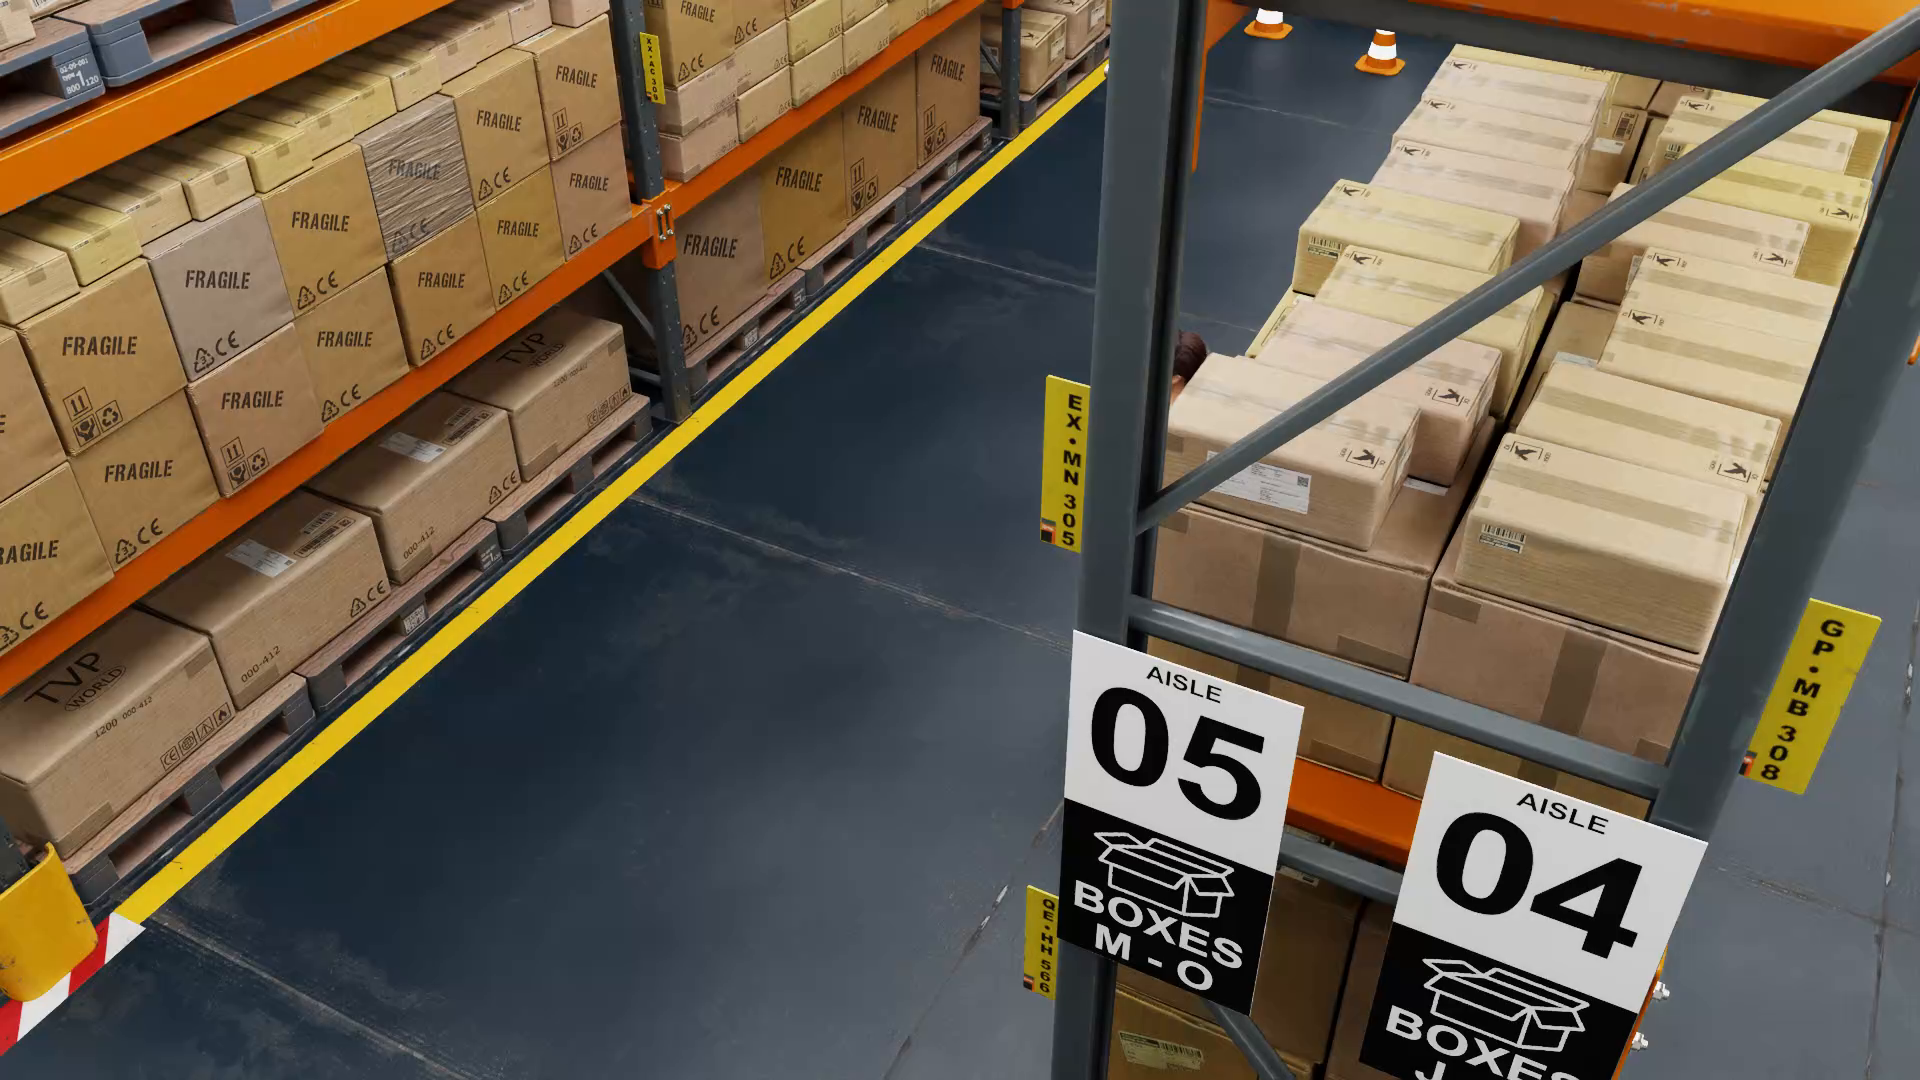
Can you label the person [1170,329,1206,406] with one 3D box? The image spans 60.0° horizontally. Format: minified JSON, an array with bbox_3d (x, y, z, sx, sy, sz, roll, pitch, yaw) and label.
[{"bbox_3d":[0.809,-0.178,6.940,0.452,1.684,0.511,15,41,18],"label":"person"}]
